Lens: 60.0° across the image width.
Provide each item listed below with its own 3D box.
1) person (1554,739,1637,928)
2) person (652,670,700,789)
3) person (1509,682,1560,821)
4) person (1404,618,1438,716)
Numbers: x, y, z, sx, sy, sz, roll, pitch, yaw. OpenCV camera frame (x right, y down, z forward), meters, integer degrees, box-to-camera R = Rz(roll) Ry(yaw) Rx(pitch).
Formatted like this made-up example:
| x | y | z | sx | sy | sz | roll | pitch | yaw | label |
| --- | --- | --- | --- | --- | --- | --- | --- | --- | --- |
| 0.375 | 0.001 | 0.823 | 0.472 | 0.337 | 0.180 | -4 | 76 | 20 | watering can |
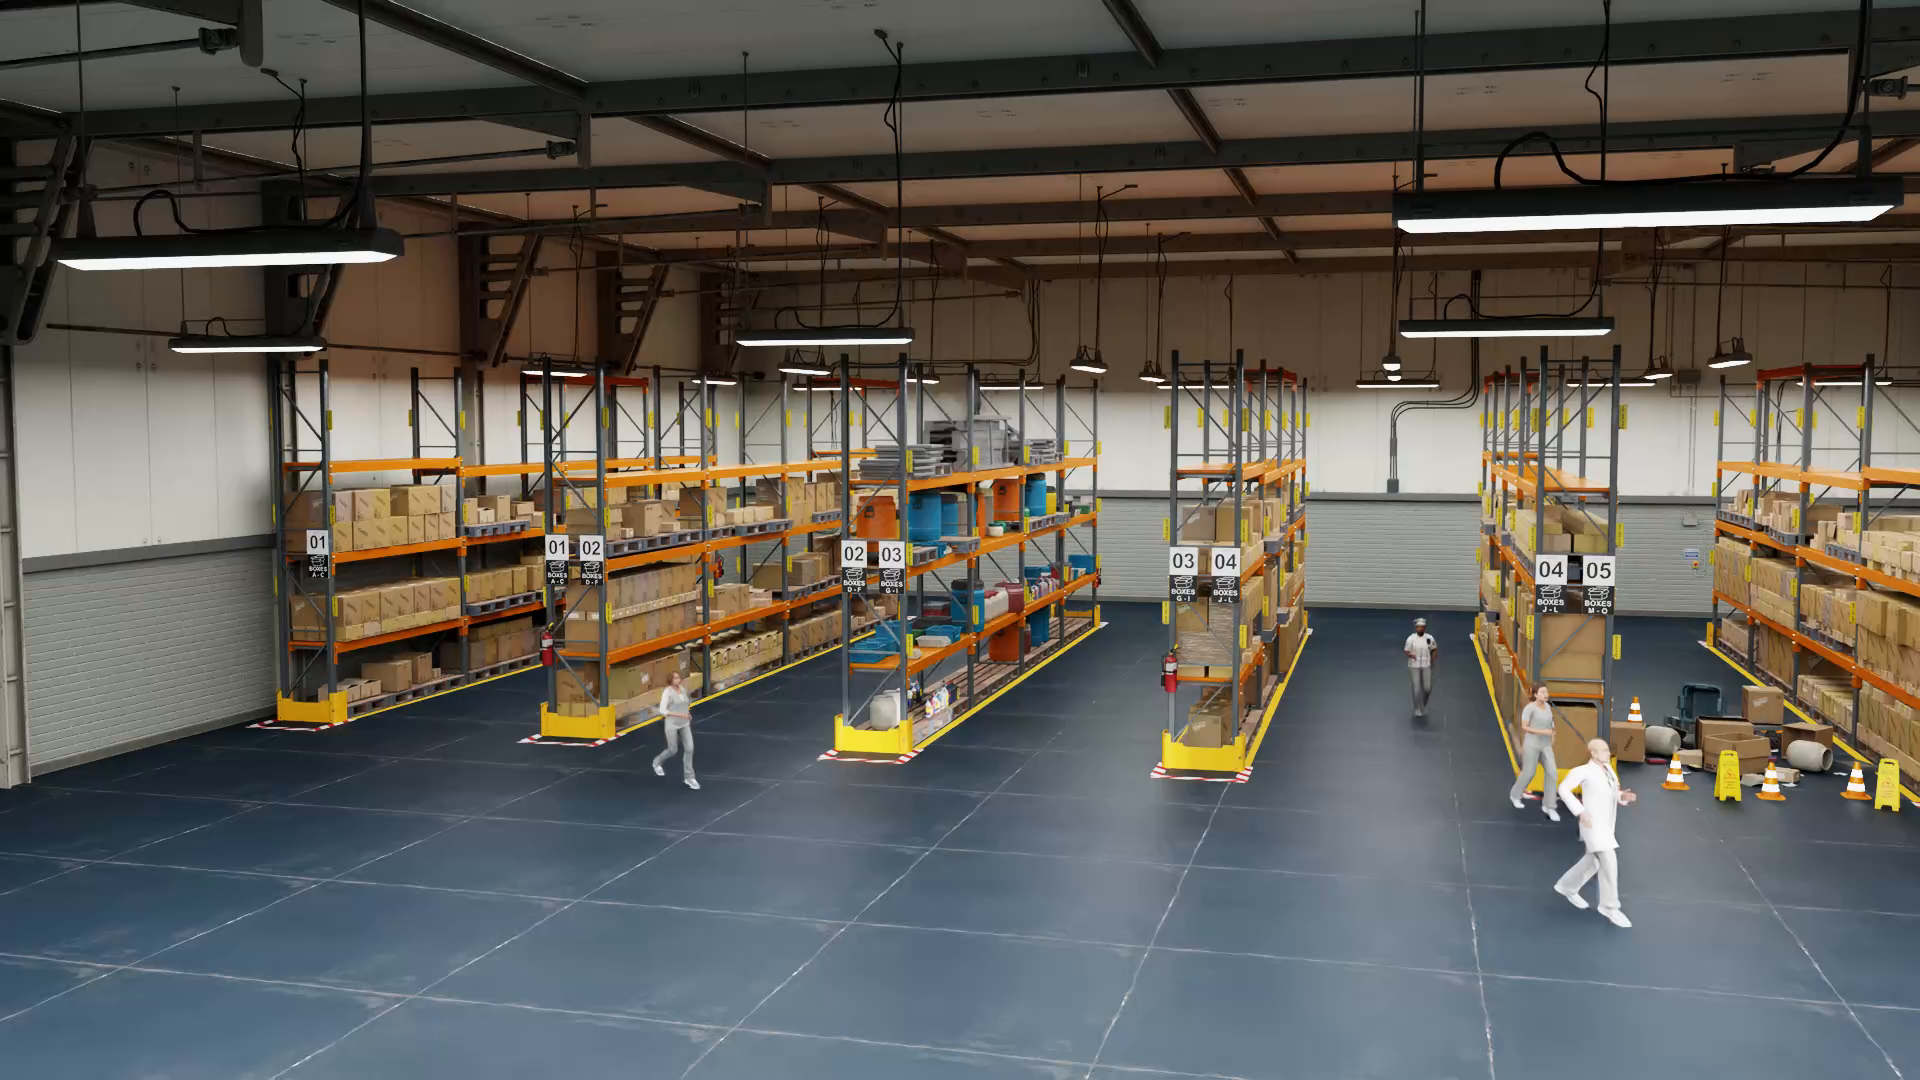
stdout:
| x | y | z | sx | sy | sz | roll | pitch | yaw | label |
| --- | --- | --- | --- | --- | --- | --- | --- | --- | --- |
| 6.391 | 2.911 | 16.743 | 0.694 | 1.810 | 0.875 | -4 | 6 | -44 | person |
| -3.887 | 2.584 | 22.809 | 0.884 | 1.571 | 0.553 | 4 | 6 | 42 | person |
| 7.311 | 2.654 | 21.090 | 0.578 | 1.725 | 0.784 | -2 | 4 | -21 | person |
| 7.772 | 2.148 | 28.006 | 0.563 | 1.663 | 0.572 | 1 | 4 | 11 | person |
